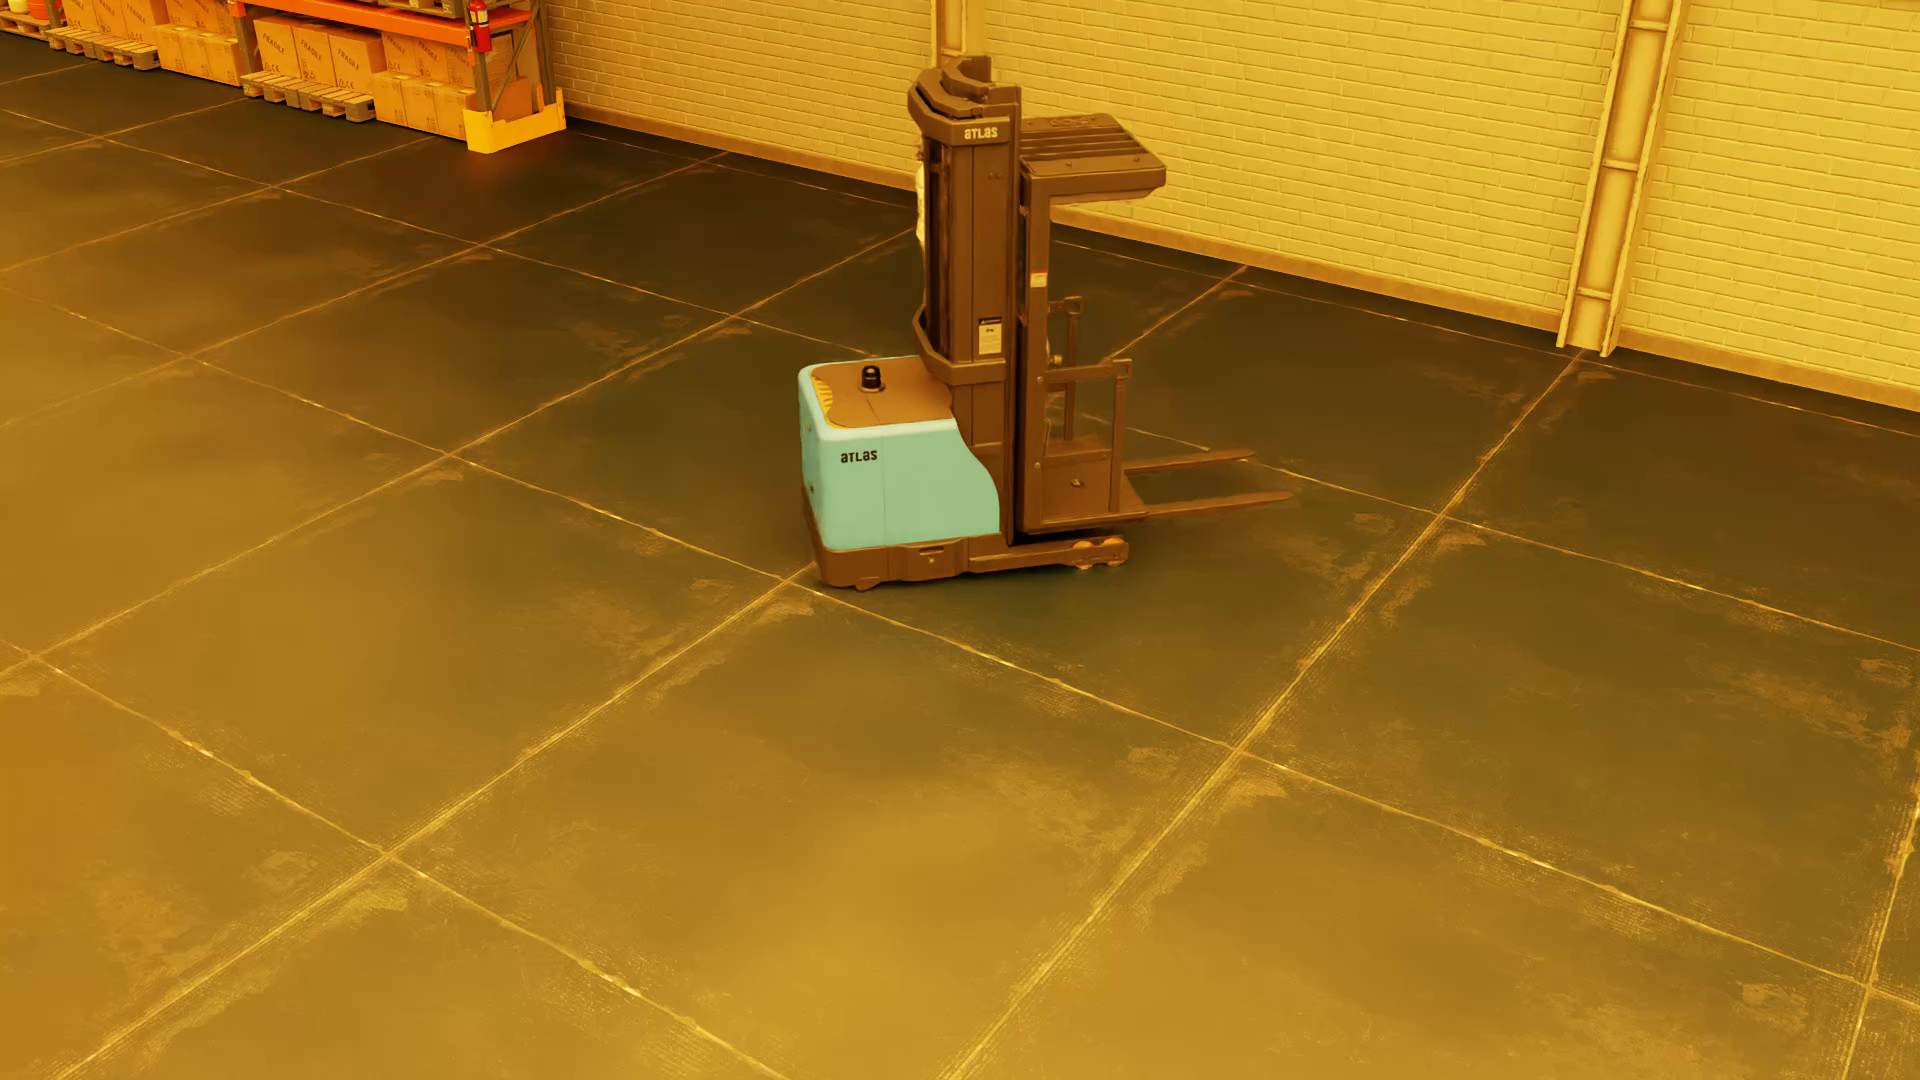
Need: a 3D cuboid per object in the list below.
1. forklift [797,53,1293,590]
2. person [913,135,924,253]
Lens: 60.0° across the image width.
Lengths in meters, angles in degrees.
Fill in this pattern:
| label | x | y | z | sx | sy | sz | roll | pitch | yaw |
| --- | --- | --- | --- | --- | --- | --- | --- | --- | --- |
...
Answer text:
| label | x | y | z | sx | sy | sz | roll | pitch | yaw |
| --- | --- | --- | --- | --- | --- | --- | --- | --- | --- |
| forklift | 0.563 | -1.343 | 9.895 | 3.031 | 2.935 | 1.130 | -7 | 31 | -11 |
| person | -0.093 | -2.323 | 12.813 | 0.509 | 1.697 | 0.601 | -6 | 31 | -11 |
